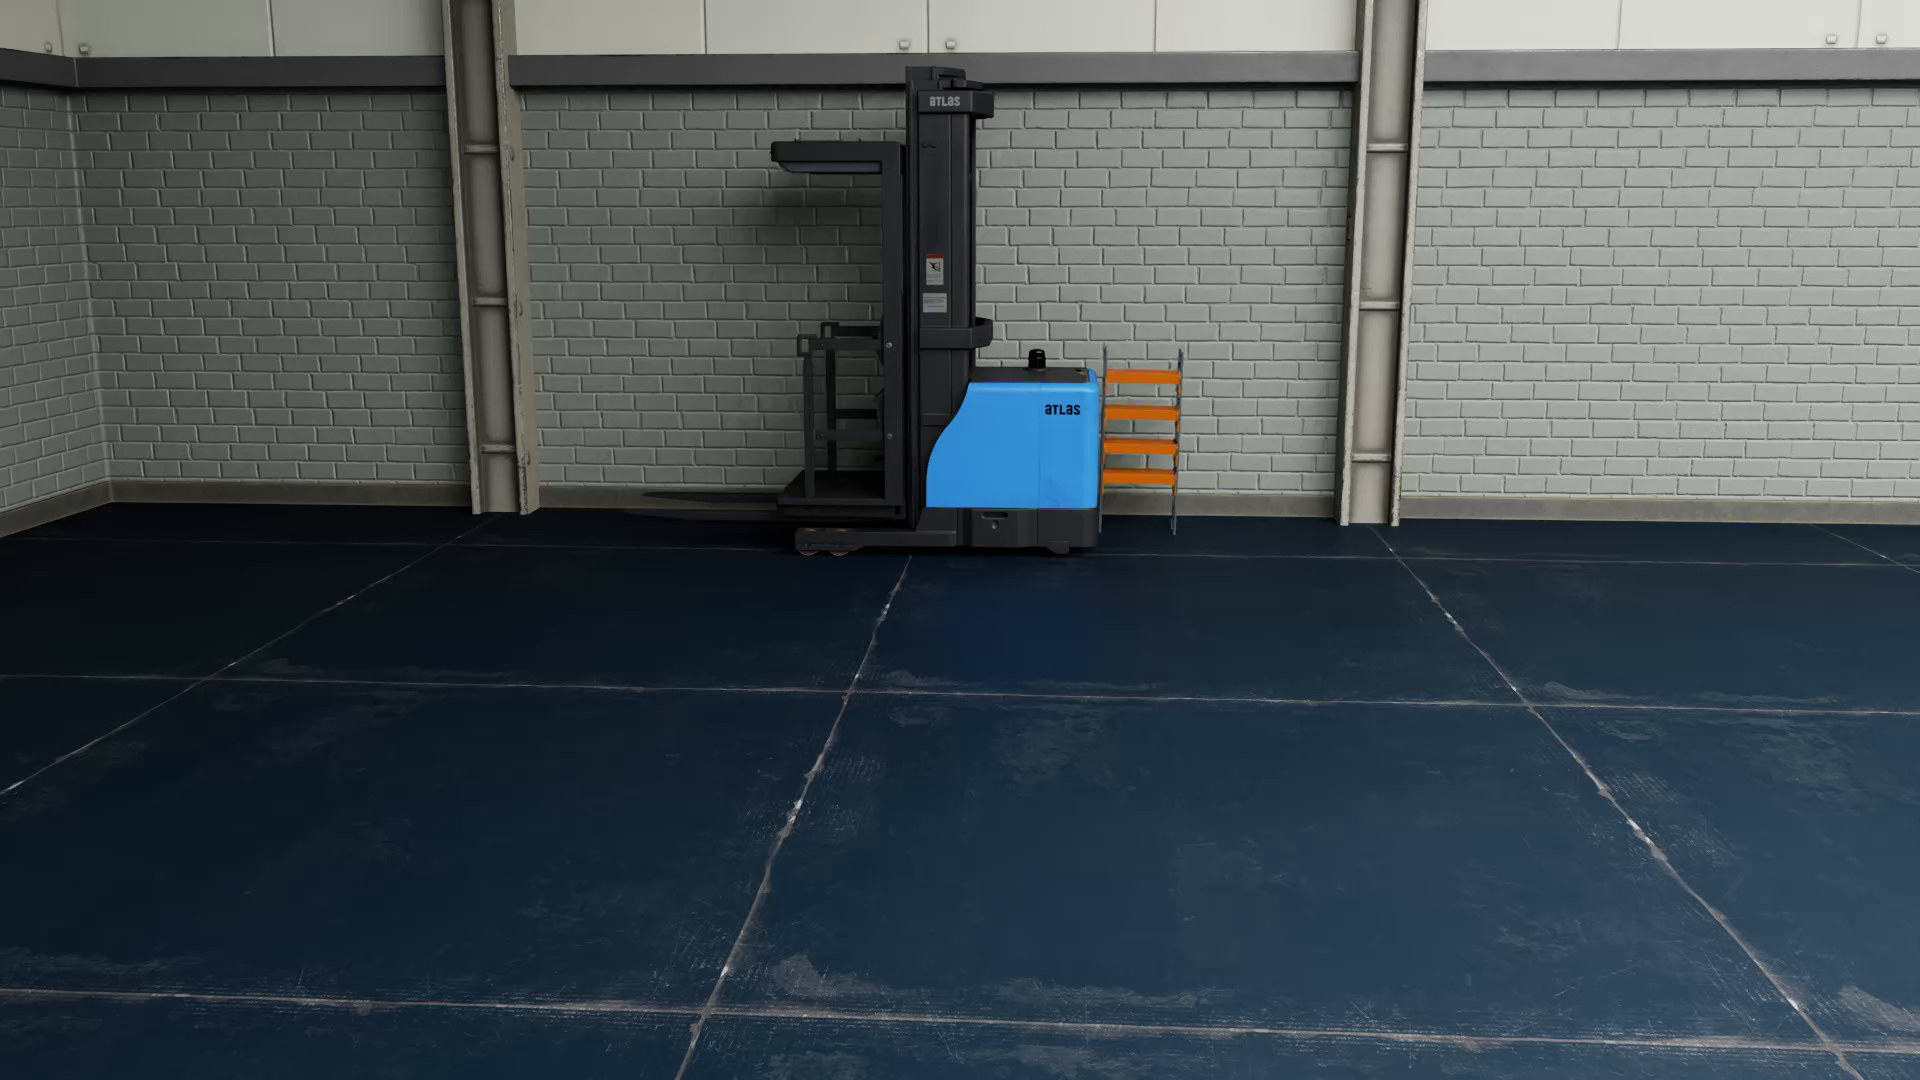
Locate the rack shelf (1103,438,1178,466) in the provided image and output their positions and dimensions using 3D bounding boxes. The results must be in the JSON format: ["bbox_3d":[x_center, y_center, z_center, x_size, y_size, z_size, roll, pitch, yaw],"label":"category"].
[{"bbox_3d":[1.181,-0.585,10.942,0.480,0.148,0.258,2,12,3],"label":"rack shelf"}]

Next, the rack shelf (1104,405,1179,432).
[{"bbox_3d":[1.184,-0.804,10.896,0.480,0.148,0.258,2,12,3],"label":"rack shelf"}]

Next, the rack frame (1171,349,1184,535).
[{"bbox_3d":[1.425,-0.644,10.916,0.015,1.200,0.240,2,12,3],"label":"rack frame"}]

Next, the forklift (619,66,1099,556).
[{"bbox_3d":[-0.629,-1.443,10.506,3.031,2.935,1.130,1,12,3],"label":"forklift"}]

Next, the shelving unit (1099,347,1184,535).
[{"bbox_3d":[1.182,-0.651,10.928,0.503,1.200,0.258,2,12,3],"label":"shelving unit"}]

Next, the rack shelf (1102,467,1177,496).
[{"bbox_3d":[1.177,-0.391,10.983,0.480,0.148,0.258,2,12,3],"label":"rack shelf"}]

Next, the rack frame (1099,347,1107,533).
[{"bbox_3d":[0.938,-0.658,10.941,0.015,1.200,0.240,2,12,3],"label":"rack frame"}]

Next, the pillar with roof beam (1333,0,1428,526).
[{"bbox_3d":[2.489,-3.654,6.260,0.400,9.000,9.100,1,12,4],"label":"pillar with roof beam"}]

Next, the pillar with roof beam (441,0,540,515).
[{"bbox_3d":[-3.497,-3.736,6.652,0.400,9.000,9.100,1,12,4],"label":"pillar with roof beam"}]

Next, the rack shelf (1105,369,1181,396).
[{"bbox_3d":[1.188,-1.035,10.847,0.480,0.148,0.258,2,12,3],"label":"rack shelf"}]
